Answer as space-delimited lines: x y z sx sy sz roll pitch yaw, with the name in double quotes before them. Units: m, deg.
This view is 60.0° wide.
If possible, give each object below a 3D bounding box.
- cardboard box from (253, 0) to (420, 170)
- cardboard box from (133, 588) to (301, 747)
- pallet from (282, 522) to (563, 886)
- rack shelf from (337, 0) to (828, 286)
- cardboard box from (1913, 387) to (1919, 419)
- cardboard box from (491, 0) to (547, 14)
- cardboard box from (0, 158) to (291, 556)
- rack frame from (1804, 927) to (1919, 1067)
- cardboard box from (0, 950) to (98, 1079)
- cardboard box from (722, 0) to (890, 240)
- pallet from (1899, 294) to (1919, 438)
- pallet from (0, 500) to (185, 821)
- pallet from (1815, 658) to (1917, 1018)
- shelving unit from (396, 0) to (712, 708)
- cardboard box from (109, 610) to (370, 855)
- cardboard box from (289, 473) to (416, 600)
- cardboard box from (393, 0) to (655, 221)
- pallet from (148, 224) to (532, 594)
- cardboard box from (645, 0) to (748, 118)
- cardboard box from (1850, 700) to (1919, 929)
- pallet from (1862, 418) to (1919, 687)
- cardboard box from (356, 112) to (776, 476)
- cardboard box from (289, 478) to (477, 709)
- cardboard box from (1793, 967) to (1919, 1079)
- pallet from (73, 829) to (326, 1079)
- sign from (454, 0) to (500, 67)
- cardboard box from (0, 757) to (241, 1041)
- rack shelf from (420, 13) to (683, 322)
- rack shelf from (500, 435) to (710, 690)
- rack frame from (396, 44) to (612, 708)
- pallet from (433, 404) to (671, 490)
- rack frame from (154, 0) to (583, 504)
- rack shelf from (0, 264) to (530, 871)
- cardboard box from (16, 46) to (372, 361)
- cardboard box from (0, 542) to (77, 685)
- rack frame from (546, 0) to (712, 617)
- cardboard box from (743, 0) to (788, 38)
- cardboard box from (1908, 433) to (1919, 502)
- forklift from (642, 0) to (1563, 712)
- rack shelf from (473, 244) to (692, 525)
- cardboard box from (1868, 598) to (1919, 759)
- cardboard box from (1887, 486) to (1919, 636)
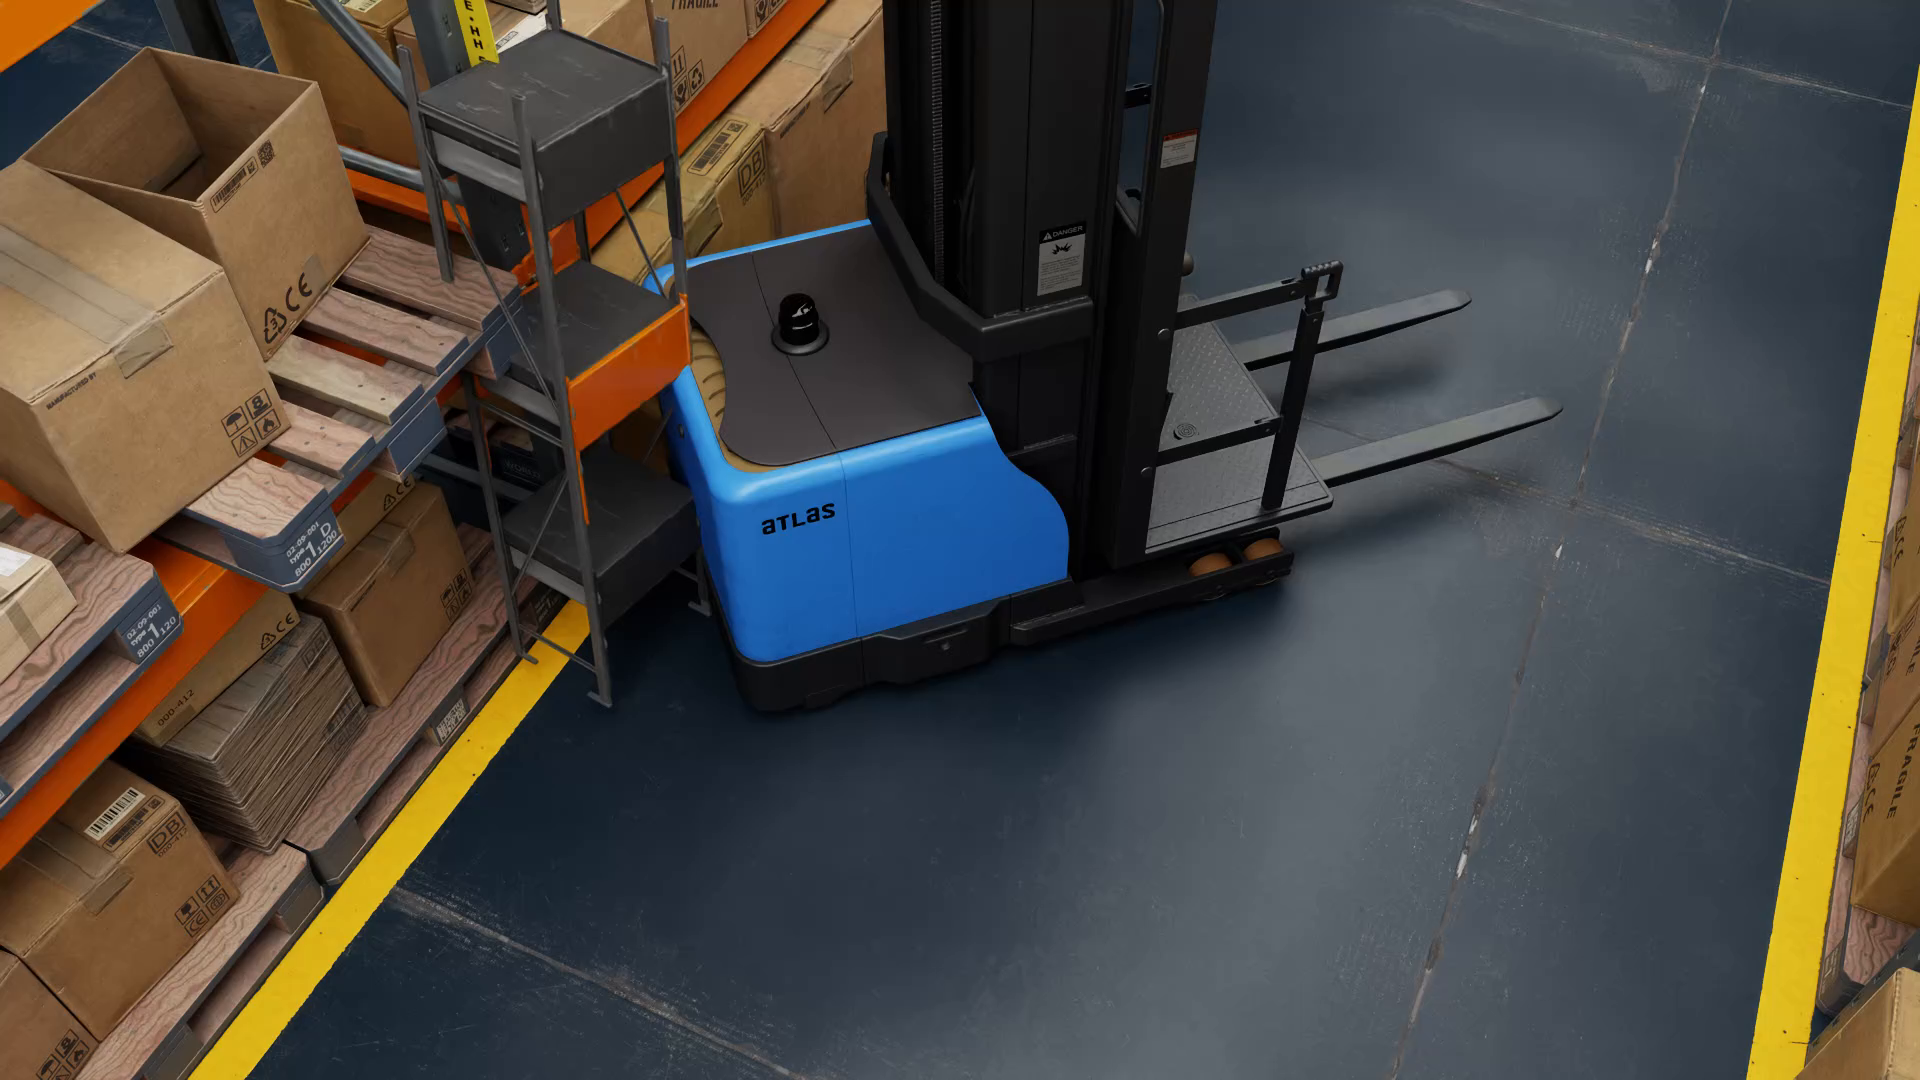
"cardboard box" -1.703 -1.512 5.001 0.500 0.500 0.500 21 53 17
"cardboard box" -2.167 0.205 4.466 0.500 0.250 0.500 25 54 20
"pallet" -2.025 0.382 5.286 1.003 0.211 1.213 20 52 16
"rack shelf" -0.836 -2.203 6.127 1.077 0.370 4.000 20 52 16
"cardboard box" 3.680 -0.669 5.715 0.500 0.500 0.500 22 53 18
"cardboard box" -1.363 -1.915 4.685 0.797 0.503 0.637 21 53 17
"cardboard box" -2.033 -0.426 3.801 0.700 0.500 0.500 27 55 21
"rack frame" 2.751 0.624 3.249 1.000 3.000 0.127 20 52 16
"cardboard box" -2.658 1.239 4.078 0.700 0.500 0.500 16 51 13
"cardboard box" -0.989 -1.586 6.250 1.225 0.875 0.875 20 52 16
"pallet" 4.129 -0.690 6.198 1.003 0.211 1.213 20 52 16
"pallet" -2.499 0.380 3.583 1.003 0.211 1.213 20 52 16
"pallet" 3.087 0.990 4.769 1.003 0.211 1.213 20 52 16
"shelving unit" -1.071 -0.454 4.704 0.431 2.100 0.503 26 48 22
"cardboard box" -2.184 0.462 4.739 0.700 0.500 0.500 16 51 13
"cardboard box" -1.949 -0.163 4.780 0.500 0.250 0.500 22 53 18
"cardboard box" -1.236 -1.338 4.853 0.500 0.500 0.500 21 53 17
"pallet" -1.898 -0.471 4.308 1.213 0.211 1.003 20 52 16
"cardboard box" -1.018 -1.693 5.156 0.500 0.500 0.500 19 52 15
"cardboard box" 2.796 0.760 4.499 0.500 0.500 0.500 20 52 16
"pallet" 3.609 0.153 5.481 1.003 0.211 1.213 20 52 16
"cardboard box" -1.376 -0.975 5.729 1.225 0.875 0.875 18 52 14
"cardboard box" -1.958 0.076 5.068 0.700 0.500 0.500 17 52 14
"cardboard box" 2.410 1.607 3.614 1.050 0.750 0.750 19 52 16
"pallet" -2.548 1.219 4.574 1.003 0.211 1.213 20 52 16
"sign" -1.195 -1.239 4.126 0.100 0.325 0.005 20 52 16
"cardboard box" -2.420 0.855 4.405 0.700 0.500 0.500 24 54 19
"rack shelf" -1.036 -0.951 4.231 0.431 0.518 0.480 26 48 22
"rack shelf" -1.108 0.062 5.195 0.431 0.518 0.480 26 48 22
"rack frame" -1.205 -0.319 4.551 0.400 2.100 0.015 26 48 22
"pallet" -1.285 -0.674 6.185 1.003 0.211 1.213 20 52 16
"rack frame" -1.690 -1.059 4.682 1.000 3.000 0.127 20 52 16
"rack shelf" -2.544 0.551 3.784 1.077 0.370 4.000 20 52 16
"cardboard box" -1.885 -0.843 4.156 0.500 0.500 0.500 14 51 12
"cardboard box" -2.158 0.085 3.521 0.396 0.266 0.258 18 52 15
"rack frame" -0.938 -0.590 4.856 0.400 2.100 0.015 26 48 22
"cardboard box" -0.802 -2.047 5.457 0.500 0.500 0.500 19 52 15
"cardboard box" 3.469 -0.304 5.404 0.500 0.500 0.500 21 53 17
"forklift" 0.588 -1.112 4.772 3.031 2.935 1.130 -15 51 -13
"rack shelf" -1.072 -0.444 4.713 0.431 0.518 0.480 26 48 22
"cardboard box" 3.021 0.404 4.802 0.500 0.500 0.500 22 53 18
"cardboard box" 3.233 0.034 5.117 0.500 0.500 0.500 18 52 14
